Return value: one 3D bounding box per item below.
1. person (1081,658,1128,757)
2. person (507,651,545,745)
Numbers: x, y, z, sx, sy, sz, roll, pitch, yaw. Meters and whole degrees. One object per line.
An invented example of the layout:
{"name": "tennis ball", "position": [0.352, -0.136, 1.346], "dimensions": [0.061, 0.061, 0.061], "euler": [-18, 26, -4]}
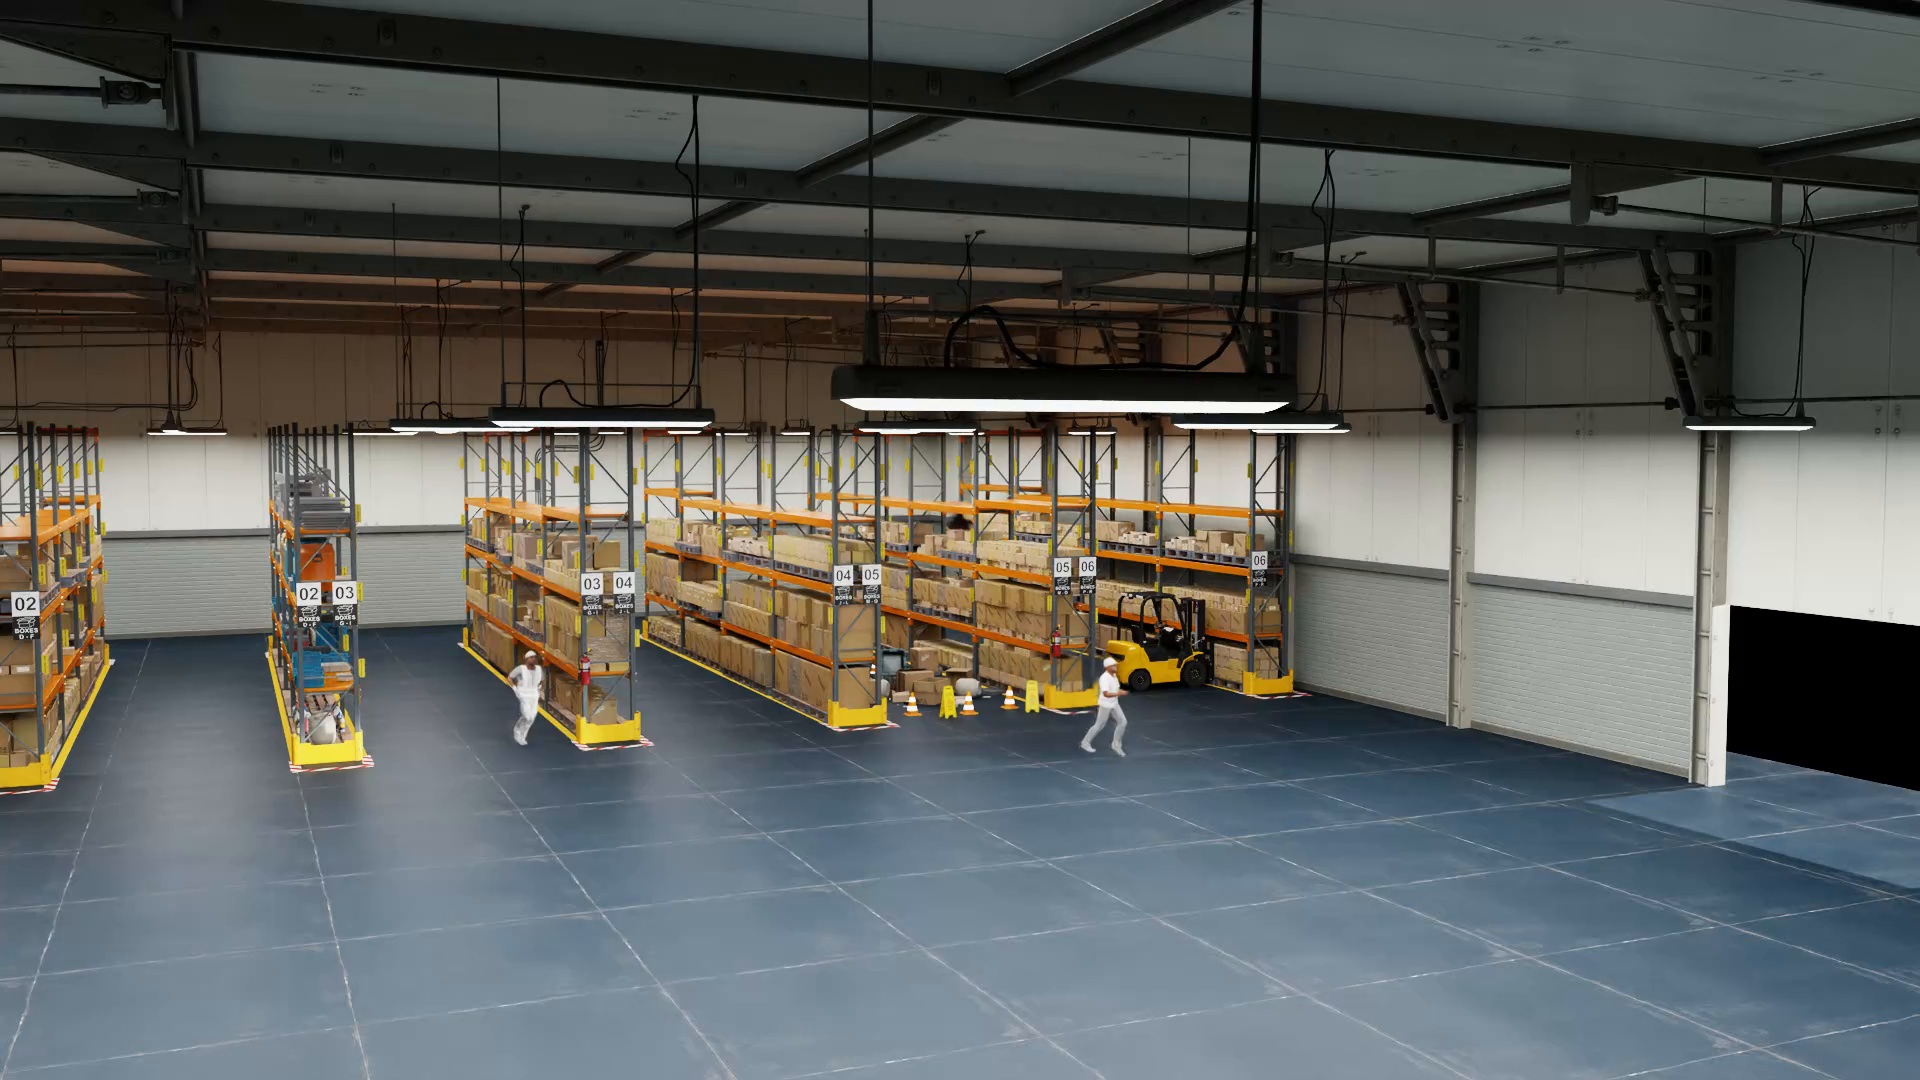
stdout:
{"name": "person", "position": [2.651, 3.011, 29.985], "dimensions": [0.898, 1.808, 0.708], "euler": [2, 4, 27]}
{"name": "person", "position": [-8.053, 2.951, 31.133], "dimensions": [0.564, 1.750, 0.668], "euler": [3, 5, 44]}
